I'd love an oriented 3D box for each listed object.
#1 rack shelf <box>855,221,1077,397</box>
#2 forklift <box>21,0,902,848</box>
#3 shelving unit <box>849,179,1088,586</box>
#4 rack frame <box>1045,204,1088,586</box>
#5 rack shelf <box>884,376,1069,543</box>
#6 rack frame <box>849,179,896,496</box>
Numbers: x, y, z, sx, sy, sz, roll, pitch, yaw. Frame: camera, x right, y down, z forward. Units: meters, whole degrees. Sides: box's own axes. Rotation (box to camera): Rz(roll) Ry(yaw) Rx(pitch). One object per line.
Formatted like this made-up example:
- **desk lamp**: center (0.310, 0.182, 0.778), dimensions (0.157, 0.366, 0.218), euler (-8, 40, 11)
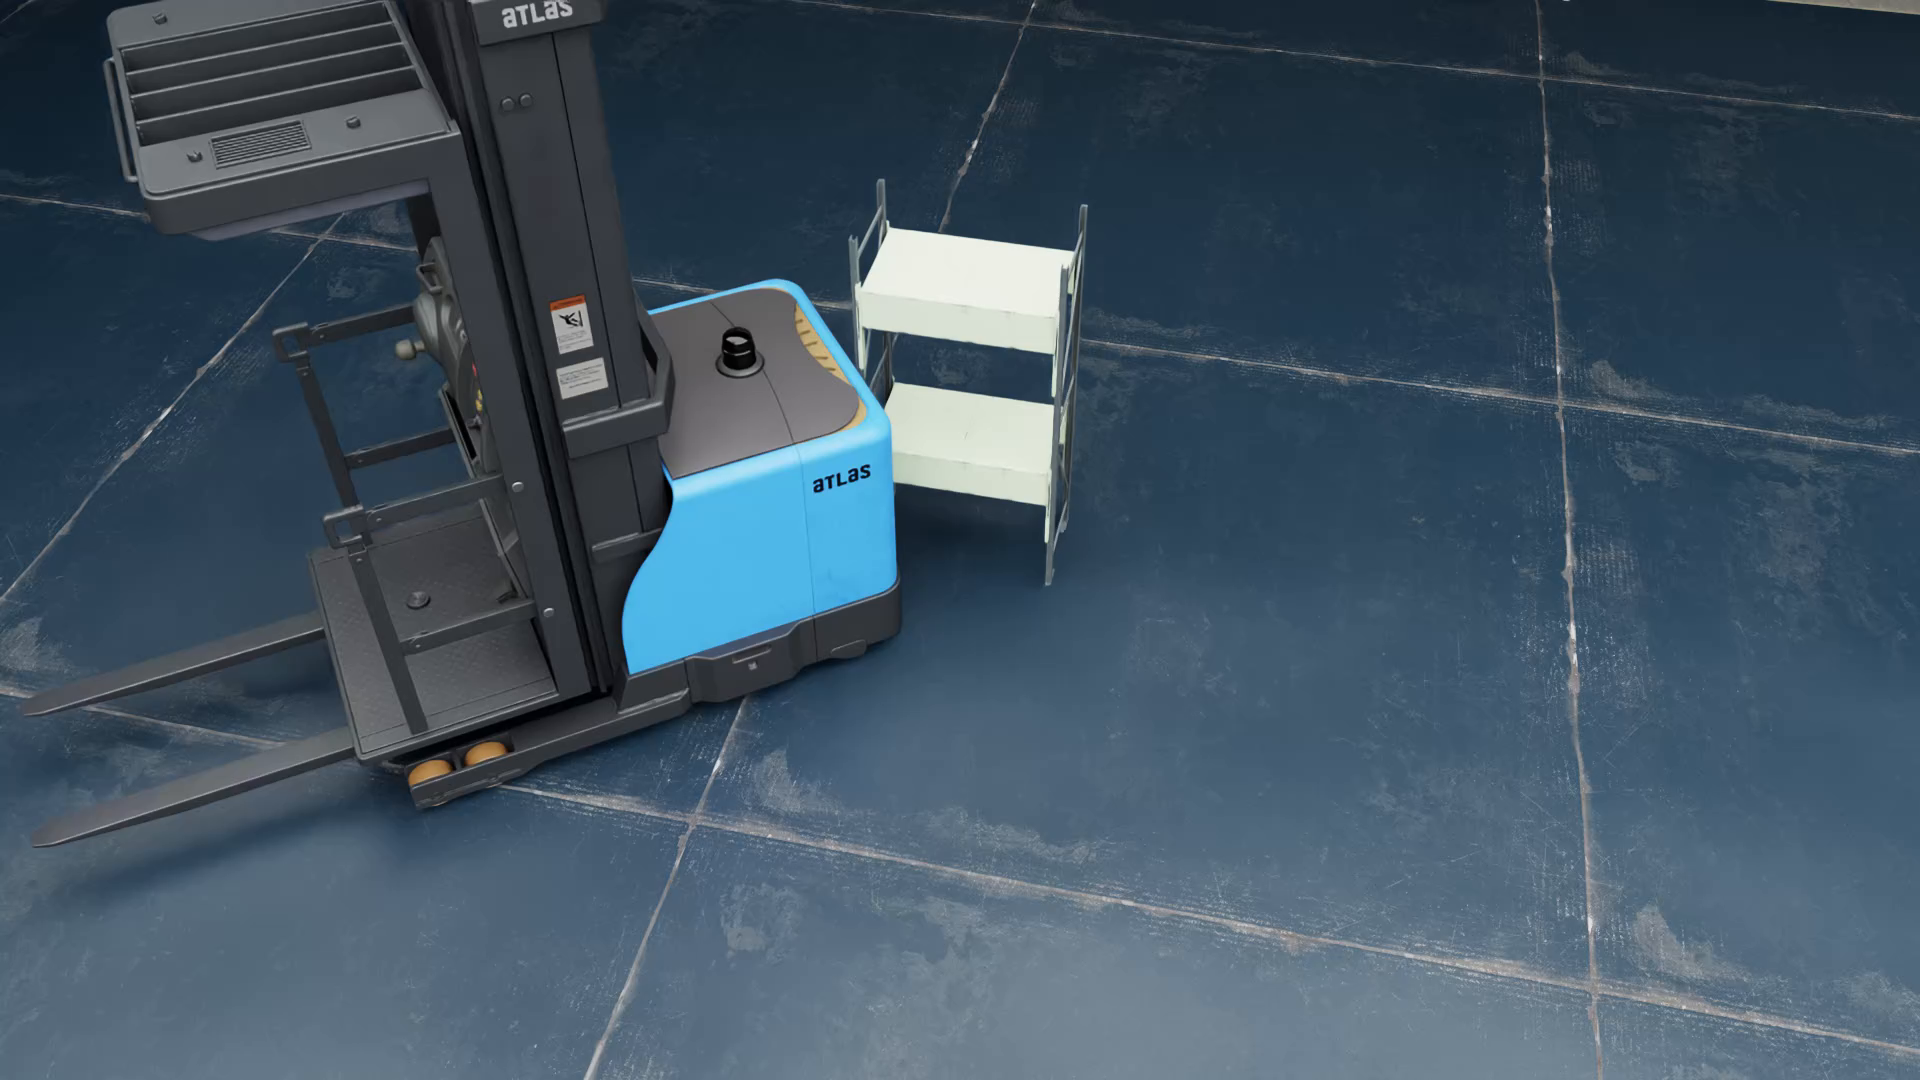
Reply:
- **rack shelf**: center (0.034, -0.834, 5.972), dimensions (0.720, 0.370, 0.431), euler (9, 45, 9)
- **forklift**: center (-1.779, -0.550, 5.208), dimensions (3.031, 2.935, 1.130), euler (-18, 47, -18)
- **shelving unit**: center (0.034, -0.552, 6.242), dimensions (0.755, 1.500, 0.431), euler (9, 45, 9)
- **rack frame**: center (0.390, -0.495, 6.183), dimensions (0.023, 1.500, 0.400), euler (9, 45, 9)
- **rack shelf**: center (0.034, -0.317, 6.468), dimensions (0.720, 0.370, 0.431), euler (9, 45, 9)
- **rack frame**: center (-0.323, -0.610, 6.302), dimensions (0.023, 1.500, 0.400), euler (9, 45, 9)
